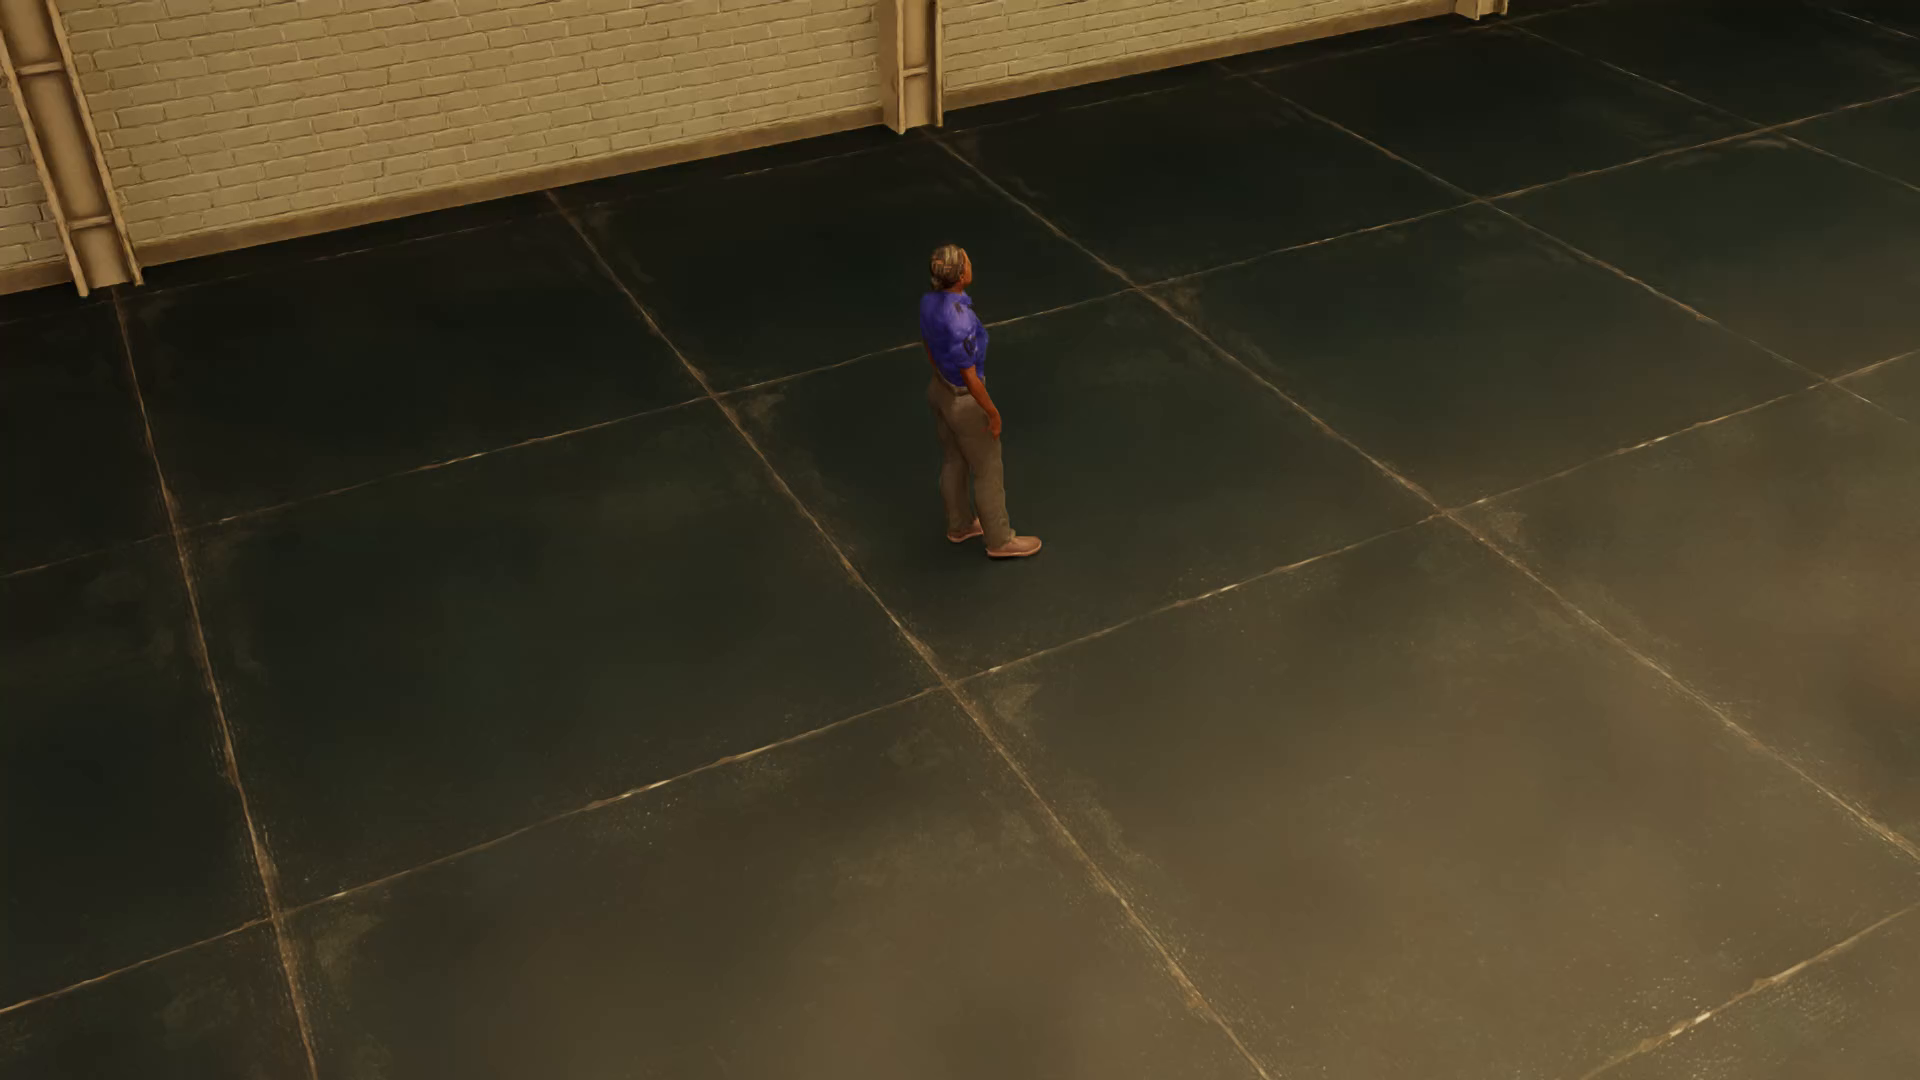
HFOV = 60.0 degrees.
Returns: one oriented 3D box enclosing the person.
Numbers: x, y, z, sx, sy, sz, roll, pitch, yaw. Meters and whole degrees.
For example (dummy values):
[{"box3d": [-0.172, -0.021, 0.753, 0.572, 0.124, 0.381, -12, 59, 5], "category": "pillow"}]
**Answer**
[{"box3d": [0.087, -0.695, 8.200, 0.503, 1.654, 0.570, -17, 39, -23], "category": "person"}]
